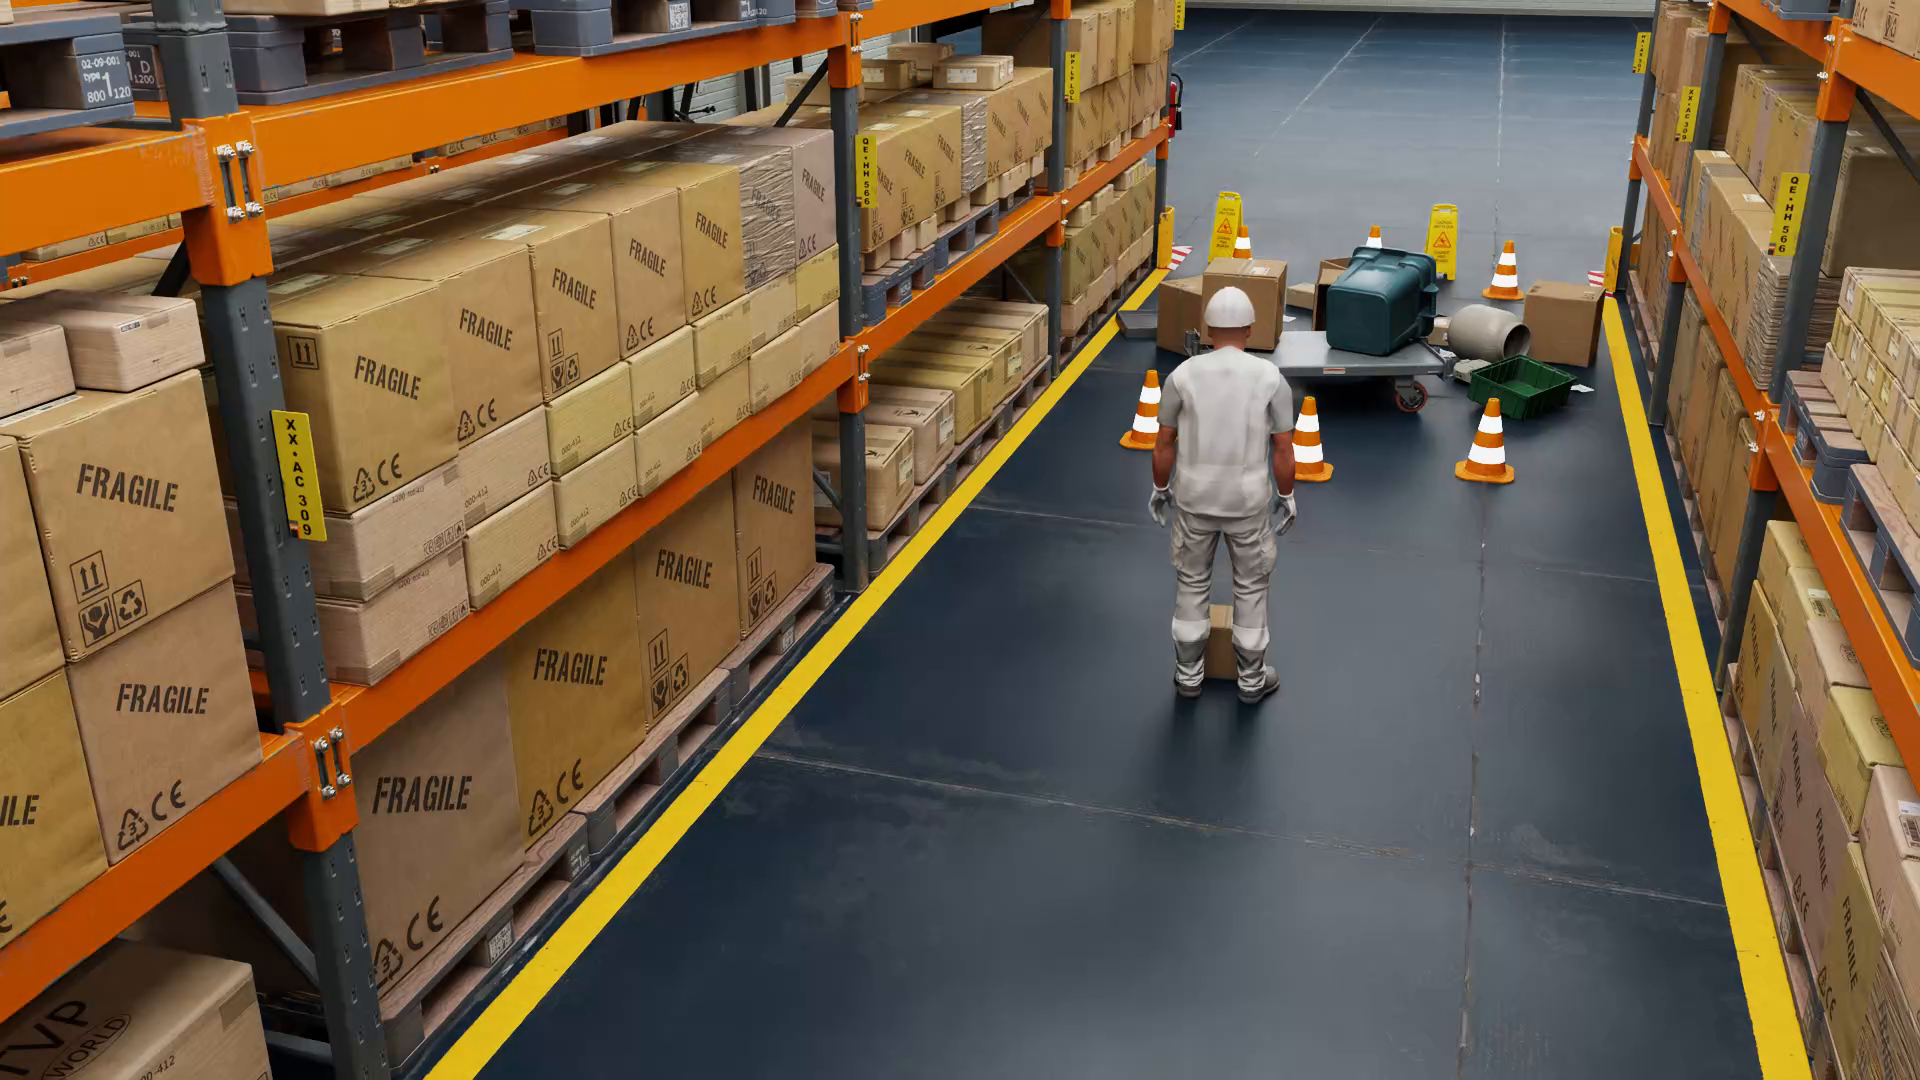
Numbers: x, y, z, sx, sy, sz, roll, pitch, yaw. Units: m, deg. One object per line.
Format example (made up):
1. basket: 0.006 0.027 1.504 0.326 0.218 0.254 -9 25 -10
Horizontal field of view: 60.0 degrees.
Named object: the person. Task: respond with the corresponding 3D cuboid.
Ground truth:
1. person: 15.449 -1.802 11.146 26.309 1.734 16.022 5 22 13
